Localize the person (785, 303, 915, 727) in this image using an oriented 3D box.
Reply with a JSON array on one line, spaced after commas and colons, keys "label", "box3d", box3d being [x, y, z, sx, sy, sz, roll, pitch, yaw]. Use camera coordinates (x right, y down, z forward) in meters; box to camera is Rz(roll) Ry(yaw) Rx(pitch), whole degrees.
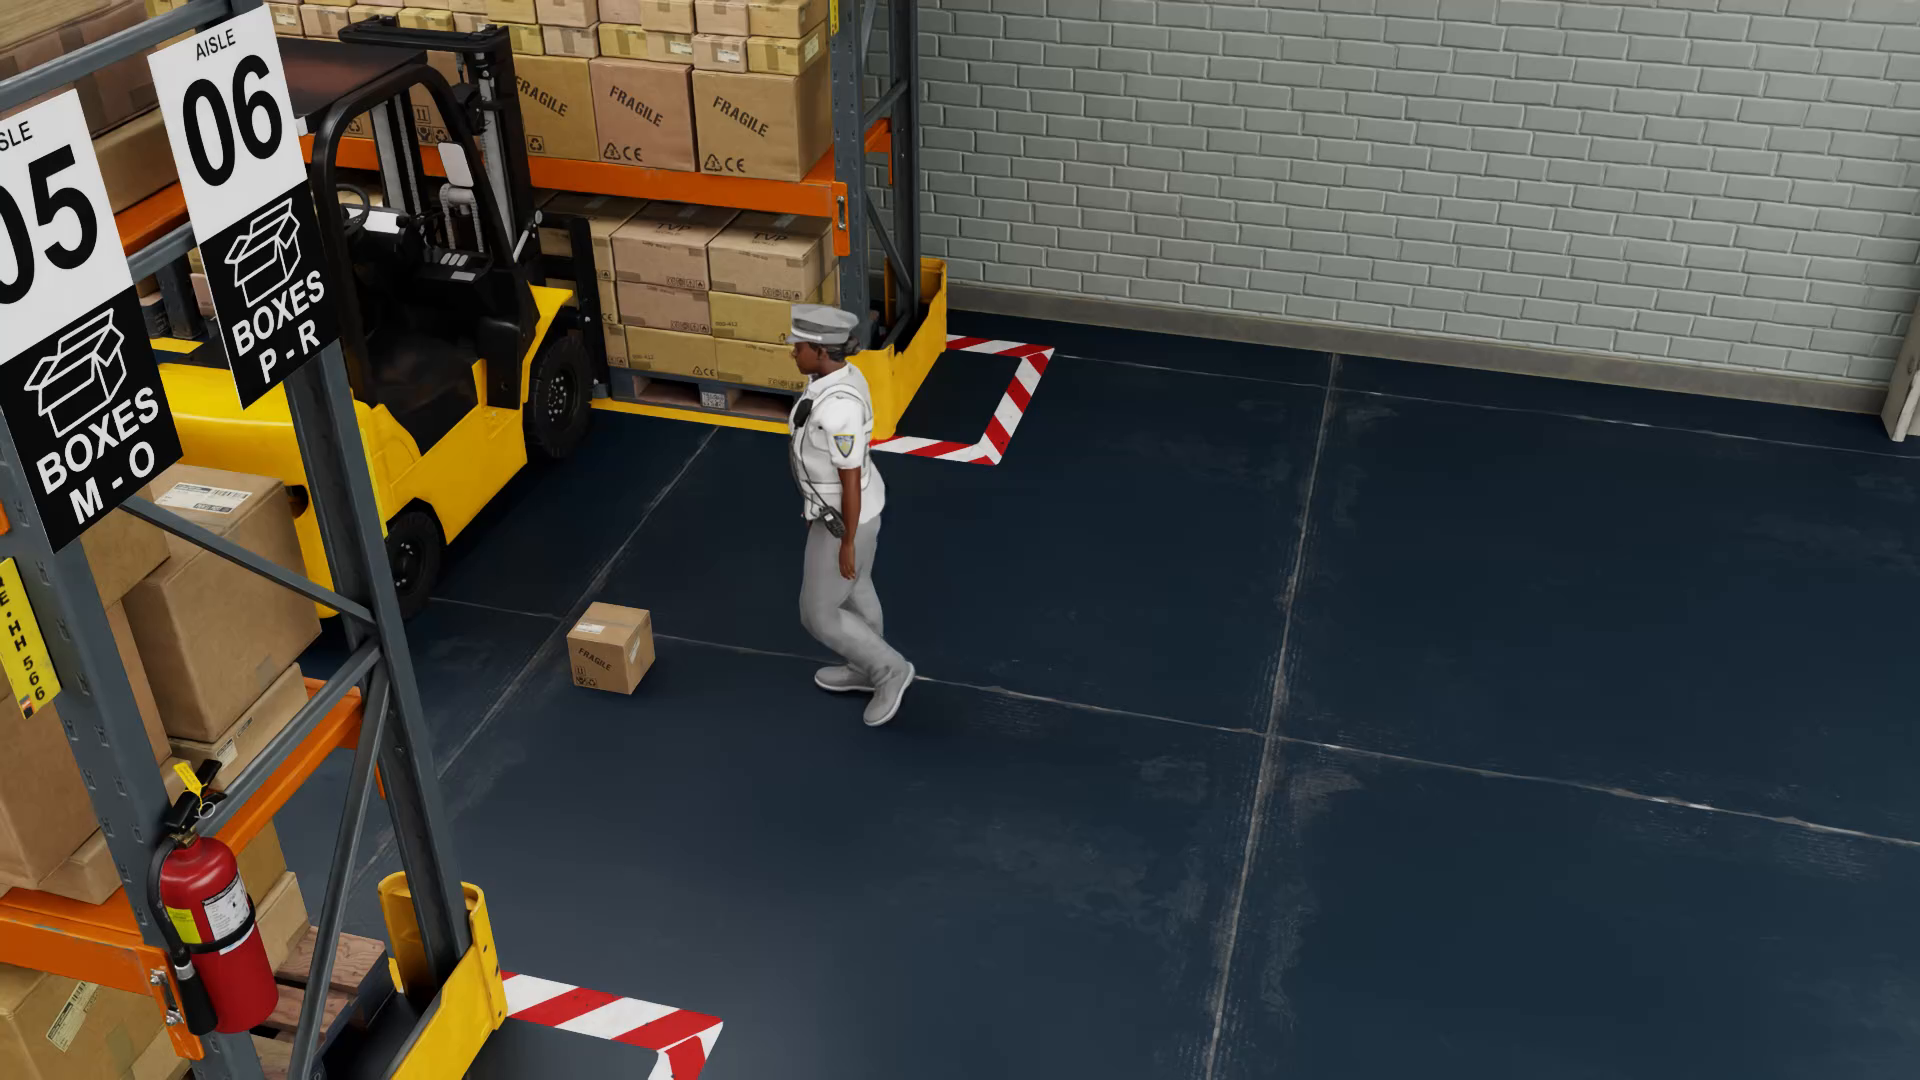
[{"label": "person", "box3d": [-0.404, -0.087, 6.229, 0.455, 1.658, 0.501, -1, 33, -1]}]
